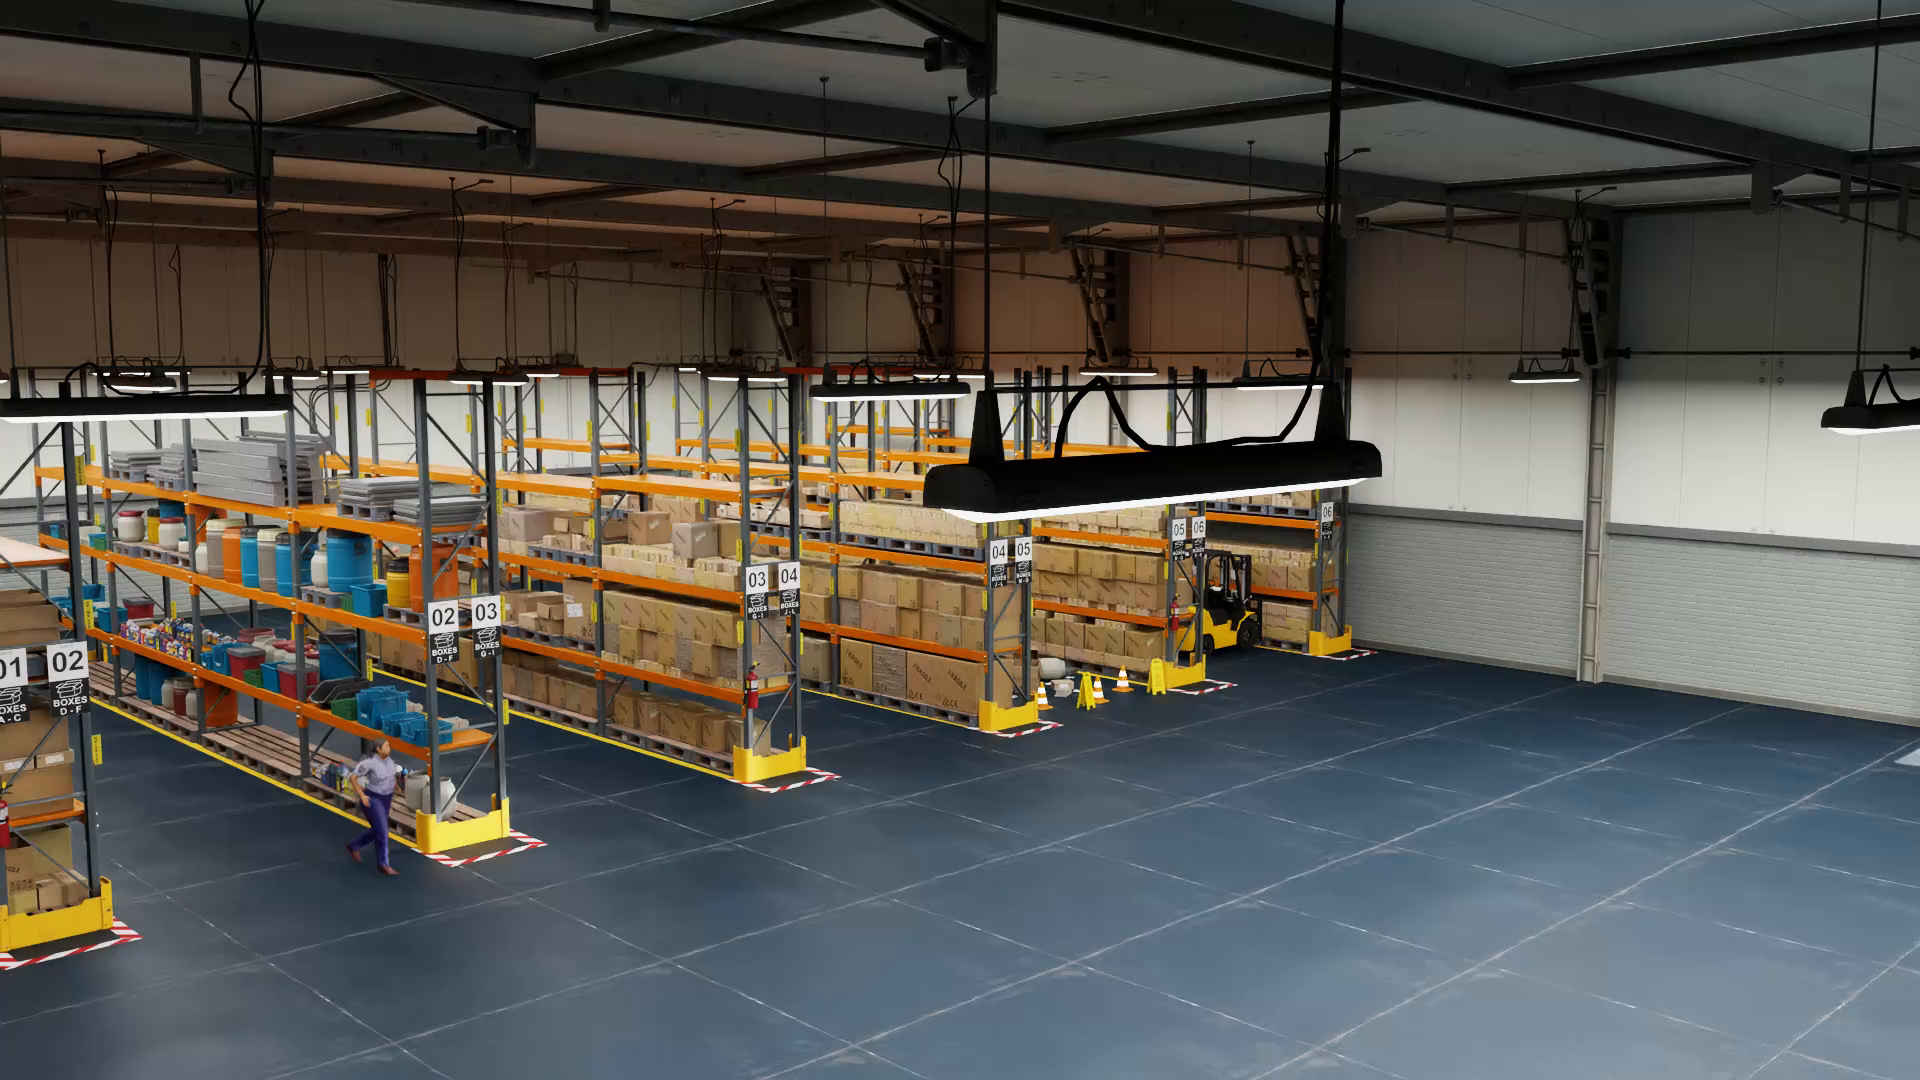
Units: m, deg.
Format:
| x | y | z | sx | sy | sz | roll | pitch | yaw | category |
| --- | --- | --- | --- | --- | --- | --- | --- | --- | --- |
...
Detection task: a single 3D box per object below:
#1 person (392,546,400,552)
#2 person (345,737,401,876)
| x | y | z | sx | sy | sz | roll | pitch | yaw | category |
| --- | --- | --- | --- | --- | --- | --- | --- | --- | --- |
| -13.475 | 0.999 | 39.646 | 0.724 | 1.727 | 0.671 | 6 | 9 | 44 | person |
| -7.170 | 3.243 | 20.426 | 0.851 | 1.646 | 0.634 | 2 | 7 | 18 | person |
